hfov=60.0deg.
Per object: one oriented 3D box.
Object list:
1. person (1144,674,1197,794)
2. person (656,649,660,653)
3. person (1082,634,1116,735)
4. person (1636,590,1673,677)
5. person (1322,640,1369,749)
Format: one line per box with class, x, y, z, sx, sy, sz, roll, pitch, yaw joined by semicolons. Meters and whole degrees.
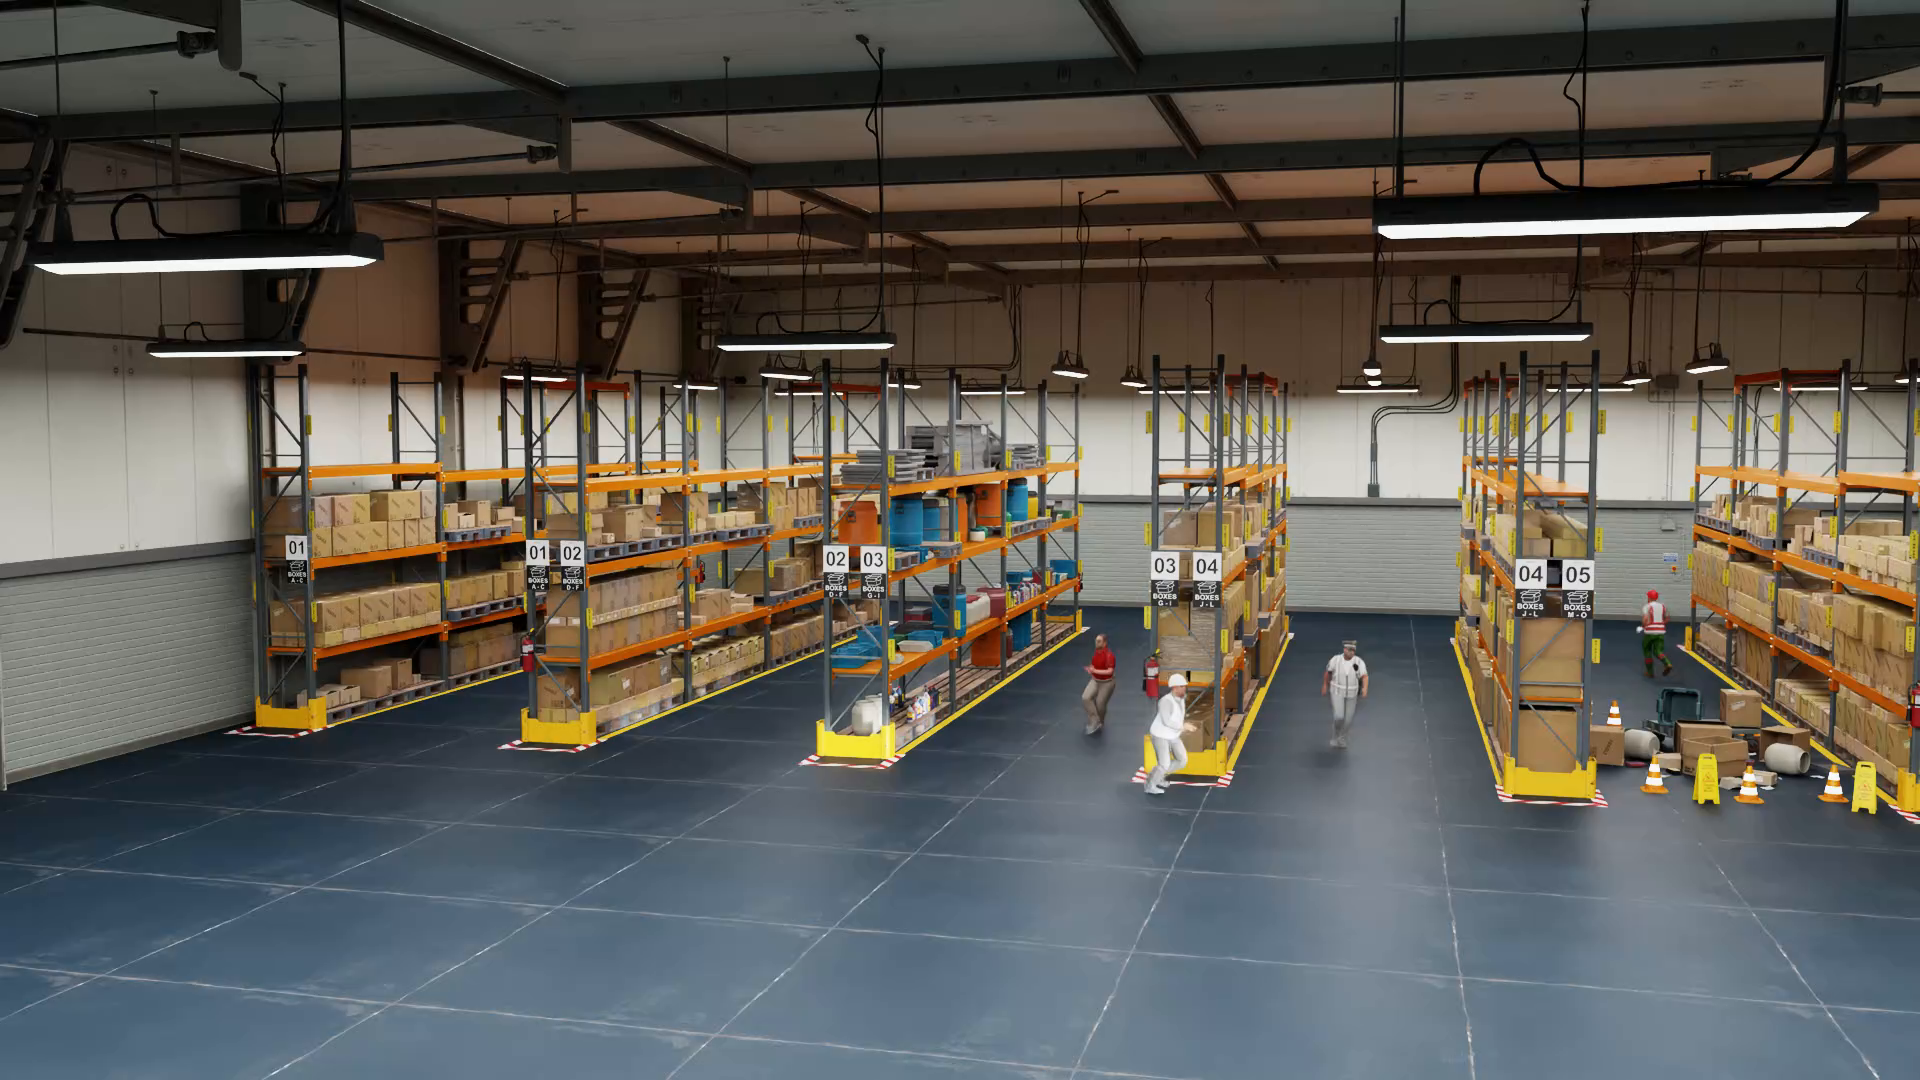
person;2.841;2.623;22.435;0.793;1.667;0.644;3;5;36
person;-6.241;1.960;33.310;0.712;1.487;0.885;0;4;-3
person;2.257;2.315;26.909;0.793;1.641;0.704;4;5;44
person;13.825;1.867;32.949;0.658;1.738;0.816;-1;4;-10
person;5.952;2.374;25.556;0.622;1.703;0.841;0;4;-1
